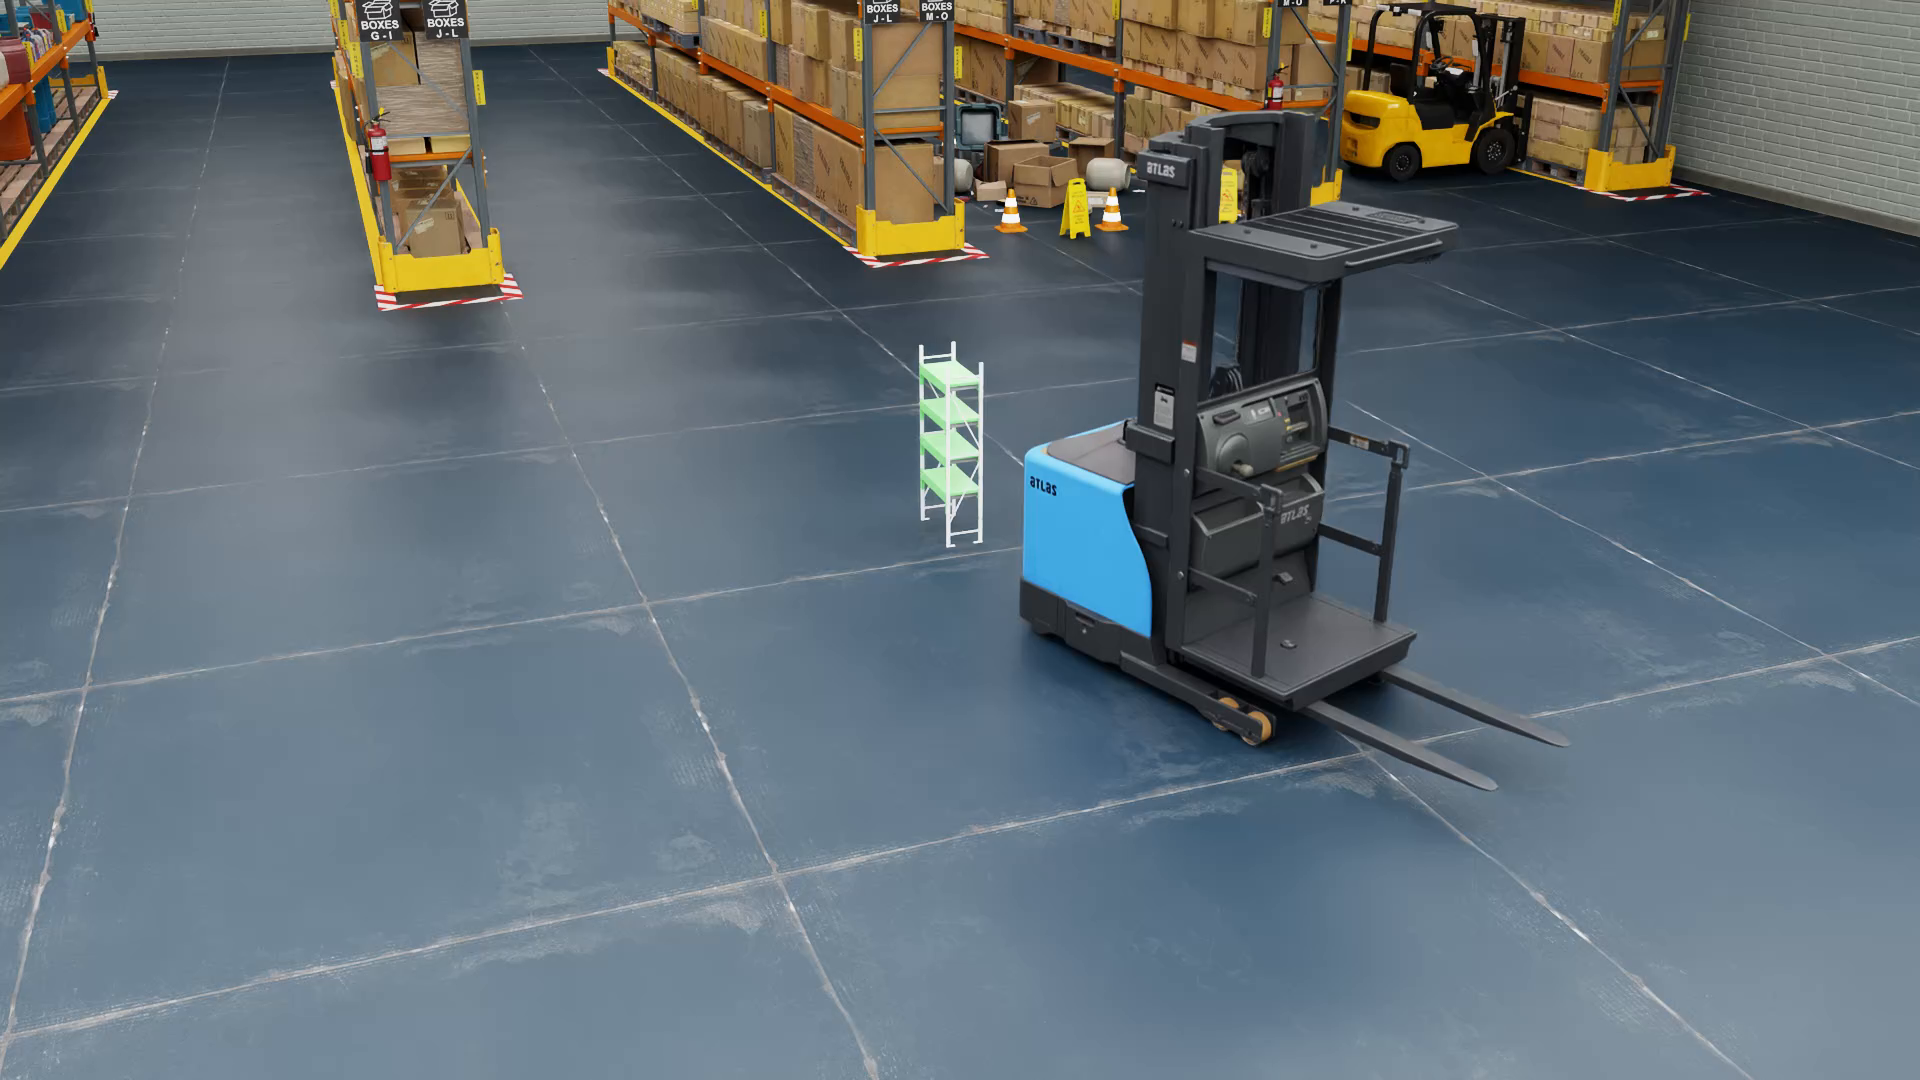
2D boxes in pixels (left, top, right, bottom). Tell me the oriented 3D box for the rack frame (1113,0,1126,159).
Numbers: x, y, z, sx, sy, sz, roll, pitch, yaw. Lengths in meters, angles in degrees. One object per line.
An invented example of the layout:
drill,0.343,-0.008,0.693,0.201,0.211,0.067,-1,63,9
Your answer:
rack frame,2.634,-6.772,22.955,1.000,3.000,0.127,-8,24,-19

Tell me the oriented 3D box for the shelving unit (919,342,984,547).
shelving unit,-0.058,-0.613,10.660,0.258,1.200,0.503,-8,24,-19

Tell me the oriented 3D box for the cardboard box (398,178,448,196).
cardboard box,-5.876,-3.672,18.278,0.500,0.500,0.500,-6,24,-14

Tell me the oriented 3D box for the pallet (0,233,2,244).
pallet,-11.072,-3.198,18.066,1.003,0.211,1.213,-8,24,-19

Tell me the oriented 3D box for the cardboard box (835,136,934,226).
cardboard box,-0.850,-4.054,18.702,0.875,0.875,0.875,-8,24,-19

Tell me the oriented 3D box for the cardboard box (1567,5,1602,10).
cardboard box,8.413,-7.121,22.437,0.380,0.149,0.250,-9,24,-20

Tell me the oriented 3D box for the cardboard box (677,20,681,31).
cardboard box,-4.065,-7.794,25.162,0.380,0.149,0.250,-8,24,-19

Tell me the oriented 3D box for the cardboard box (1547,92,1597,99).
cardboard box,8.350,-5.953,22.724,0.500,0.250,0.500,-9,24,-19

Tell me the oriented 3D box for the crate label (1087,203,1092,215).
crate label,1.434,-3.980,20.017,0.298,0.136,0.250,18,29,36

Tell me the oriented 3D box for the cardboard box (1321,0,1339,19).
cardboard box,6.135,-8.500,26.603,0.500,0.250,0.500,-9,24,-20

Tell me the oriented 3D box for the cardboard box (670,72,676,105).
cardboard box,-4.388,-7.319,26.931,0.500,0.500,0.500,-8,24,-18

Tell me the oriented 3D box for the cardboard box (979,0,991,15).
cardboard box,0.628,-8.714,27.111,0.500,0.250,0.500,-9,24,-20

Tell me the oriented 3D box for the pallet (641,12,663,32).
pallet,-4.653,-8.577,27.484,1.003,0.211,1.213,-8,24,-19

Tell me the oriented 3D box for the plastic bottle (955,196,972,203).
plastic bottle,0.006,-4.243,20.738,0.283,0.061,0.133,-18,29,-37

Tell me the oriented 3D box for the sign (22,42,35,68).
sign,-12.172,-6.339,21.718,0.100,0.325,0.005,-8,24,-19

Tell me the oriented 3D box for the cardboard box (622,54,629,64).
cardboard box,-6.053,-8.915,30.787,0.380,0.149,0.250,-8,24,-17

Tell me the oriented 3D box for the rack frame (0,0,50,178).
rack frame,-12.684,-6.186,21.565,1.000,3.000,0.127,-8,24,-19

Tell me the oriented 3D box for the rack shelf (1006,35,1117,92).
rack shelf,1.927,-7.167,24.819,1.077,0.370,4.000,-8,24,-19

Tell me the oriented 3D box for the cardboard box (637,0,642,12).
cardboard box,-5.223,-9.283,28.401,0.500,0.500,0.500,-8,24,-19

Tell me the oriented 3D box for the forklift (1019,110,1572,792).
forklift,1.675,-0.546,8.272,1.130,2.935,3.031,-18,29,-36

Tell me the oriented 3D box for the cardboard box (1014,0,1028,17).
cardboard box,1.163,-8.407,25.781,0.500,0.500,0.500,-9,24,-20

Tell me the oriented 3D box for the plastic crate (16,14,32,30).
plastic crate,-15.159,-8.321,26.769,0.416,0.233,0.300,-8,24,-19

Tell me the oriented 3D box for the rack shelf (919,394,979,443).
rack shelf,-0.058,-0.775,10.591,0.258,0.148,0.480,-8,24,-19

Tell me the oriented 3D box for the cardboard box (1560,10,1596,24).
cardboard box,8.113,-6.862,21.821,0.380,0.149,0.250,-8,24,-19

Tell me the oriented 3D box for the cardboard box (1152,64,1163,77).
cardboard box,2.760,-6.226,21.983,0.380,0.149,0.250,-8,24,-17

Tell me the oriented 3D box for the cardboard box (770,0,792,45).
cardboard box,-1.863,-6.484,20.688,0.875,0.550,0.550,-8,24,-19

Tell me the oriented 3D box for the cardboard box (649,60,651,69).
cardboard box,-5.157,-8.210,28.732,0.380,0.149,0.250,-8,24,-17

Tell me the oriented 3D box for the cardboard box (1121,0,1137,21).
cardboard box,2.587,-7.226,22.234,0.700,0.500,0.500,-9,24,-20

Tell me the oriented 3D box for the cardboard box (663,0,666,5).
cardboard box,-4.431,-8.447,25.945,0.380,0.149,0.250,-7,24,-16

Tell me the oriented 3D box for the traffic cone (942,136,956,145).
traffic cone,-0.152,-5.830,23.985,0.336,0.463,0.334,-8,24,-19

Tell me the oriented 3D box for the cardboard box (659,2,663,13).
cardboard box,-4.524,-8.403,26.226,0.380,0.149,0.250,-9,24,-20

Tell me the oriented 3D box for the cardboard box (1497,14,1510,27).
cardboard box,7.568,-7.178,22.955,0.380,0.149,0.250,-9,25,-21

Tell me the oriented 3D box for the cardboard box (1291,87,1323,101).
cardboard box,4.121,-5.355,19.916,0.380,0.149,0.250,-8,24,-19

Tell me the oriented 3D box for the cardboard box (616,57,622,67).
cardboard box,-6.315,-9.062,31.518,0.380,0.149,0.250,-8,24,-18

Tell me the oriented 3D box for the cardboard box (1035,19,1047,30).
cardboard box,1.362,-7.844,25.280,0.380,0.149,0.250,-8,24,-19

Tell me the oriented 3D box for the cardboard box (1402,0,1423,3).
cardboard box,6.840,-7.984,24.868,0.380,0.149,0.250,-9,24,-20

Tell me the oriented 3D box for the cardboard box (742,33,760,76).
cardboard box,-2.574,-6.439,22.036,0.500,0.500,0.500,-9,24,-20

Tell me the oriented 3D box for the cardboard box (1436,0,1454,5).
cardboard box,7.111,-7.780,24.000,0.380,0.149,0.250,-8,24,-18

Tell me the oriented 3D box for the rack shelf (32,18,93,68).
rack shelf,-14.803,-8.035,26.877,1.077,0.370,4.000,-8,24,-19

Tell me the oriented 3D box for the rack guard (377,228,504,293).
rack guard,-5.251,-2.835,16.832,1.175,0.500,0.348,-8,24,-19

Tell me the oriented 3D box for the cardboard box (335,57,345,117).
cardboard box,-8.902,-6.979,25.642,1.225,0.875,0.875,-9,25,-21

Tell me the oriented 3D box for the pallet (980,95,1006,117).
pallet,1.013,-7.237,27.649,1.003,0.211,1.213,-8,24,-19

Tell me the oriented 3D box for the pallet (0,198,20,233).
pallet,-11.584,-3.728,19.323,1.003,0.211,1.213,-8,24,-19

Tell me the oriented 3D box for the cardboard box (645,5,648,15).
cardboard box,-4.975,-8.734,27.394,0.380,0.149,0.250,-8,24,-18

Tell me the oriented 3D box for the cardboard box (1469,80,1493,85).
cardboard box,7.325,-6.436,23.869,0.500,0.250,0.500,-8,24,-19

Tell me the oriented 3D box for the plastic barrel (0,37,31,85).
plastic barrel,-12.236,-6.122,21.237,0.600,0.536,0.708,-8,24,-19

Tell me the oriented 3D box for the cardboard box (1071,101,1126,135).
cardboard box,2.189,-6.206,24.454,0.950,0.372,0.625,-7,24,-16

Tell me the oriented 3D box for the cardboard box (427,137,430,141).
cardboard box,-5.354,-4.254,17.304,0.380,0.149,0.250,-8,24,-19

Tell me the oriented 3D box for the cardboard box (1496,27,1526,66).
cardboard box,7.726,-6.747,22.767,0.500,0.500,0.500,-8,24,-19

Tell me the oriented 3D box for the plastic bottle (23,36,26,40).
plastic bottle,-13.411,-7.093,23.881,0.097,0.271,0.097,0,23,0

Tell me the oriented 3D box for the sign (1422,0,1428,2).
sign,6.772,-7.873,24.180,0.100,0.325,0.005,-8,24,-19

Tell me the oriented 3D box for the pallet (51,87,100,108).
pallet,-15.255,-7.503,28.280,1.003,0.211,1.213,-8,24,-19

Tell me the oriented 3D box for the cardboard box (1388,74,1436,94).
cardboard box,7.081,-6.742,25.400,0.875,0.625,0.625,-7,24,-17

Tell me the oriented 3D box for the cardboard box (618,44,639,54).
cardboard box,-6.154,-9.140,30.938,0.380,0.149,0.250,-8,24,-19

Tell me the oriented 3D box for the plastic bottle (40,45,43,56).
plastic bottle,-13.234,-7.046,23.861,0.097,0.201,0.097,0,23,0

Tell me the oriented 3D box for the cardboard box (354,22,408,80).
cardboard box,-5.832,-4.950,16.832,0.500,0.500,0.500,-8,24,-19
